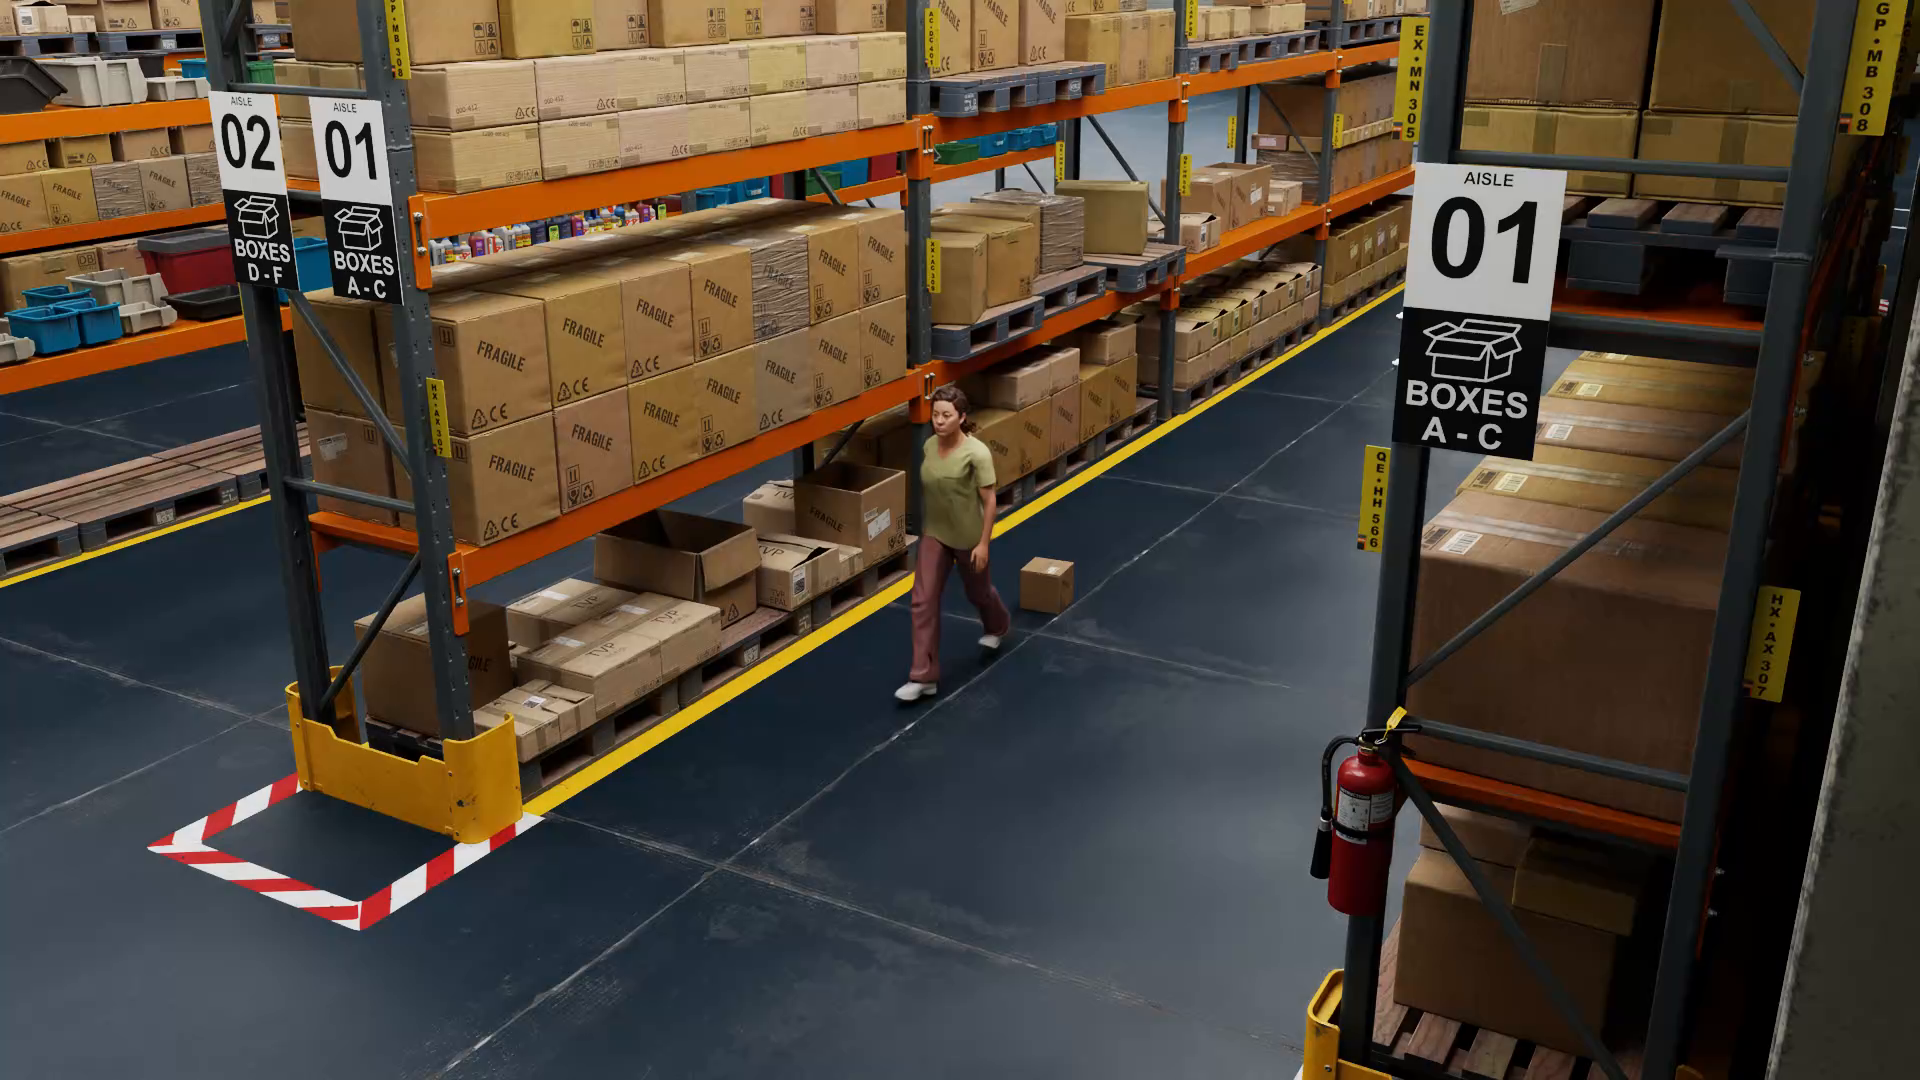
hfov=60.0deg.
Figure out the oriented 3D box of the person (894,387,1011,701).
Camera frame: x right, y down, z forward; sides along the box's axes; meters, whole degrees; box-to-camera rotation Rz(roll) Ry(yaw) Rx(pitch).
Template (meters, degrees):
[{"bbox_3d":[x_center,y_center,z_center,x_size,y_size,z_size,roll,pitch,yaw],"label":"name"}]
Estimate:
[{"bbox_3d":[0.002,-0.021,8.771,0.461,1.620,1.037,10,22,27],"label":"person"}]
